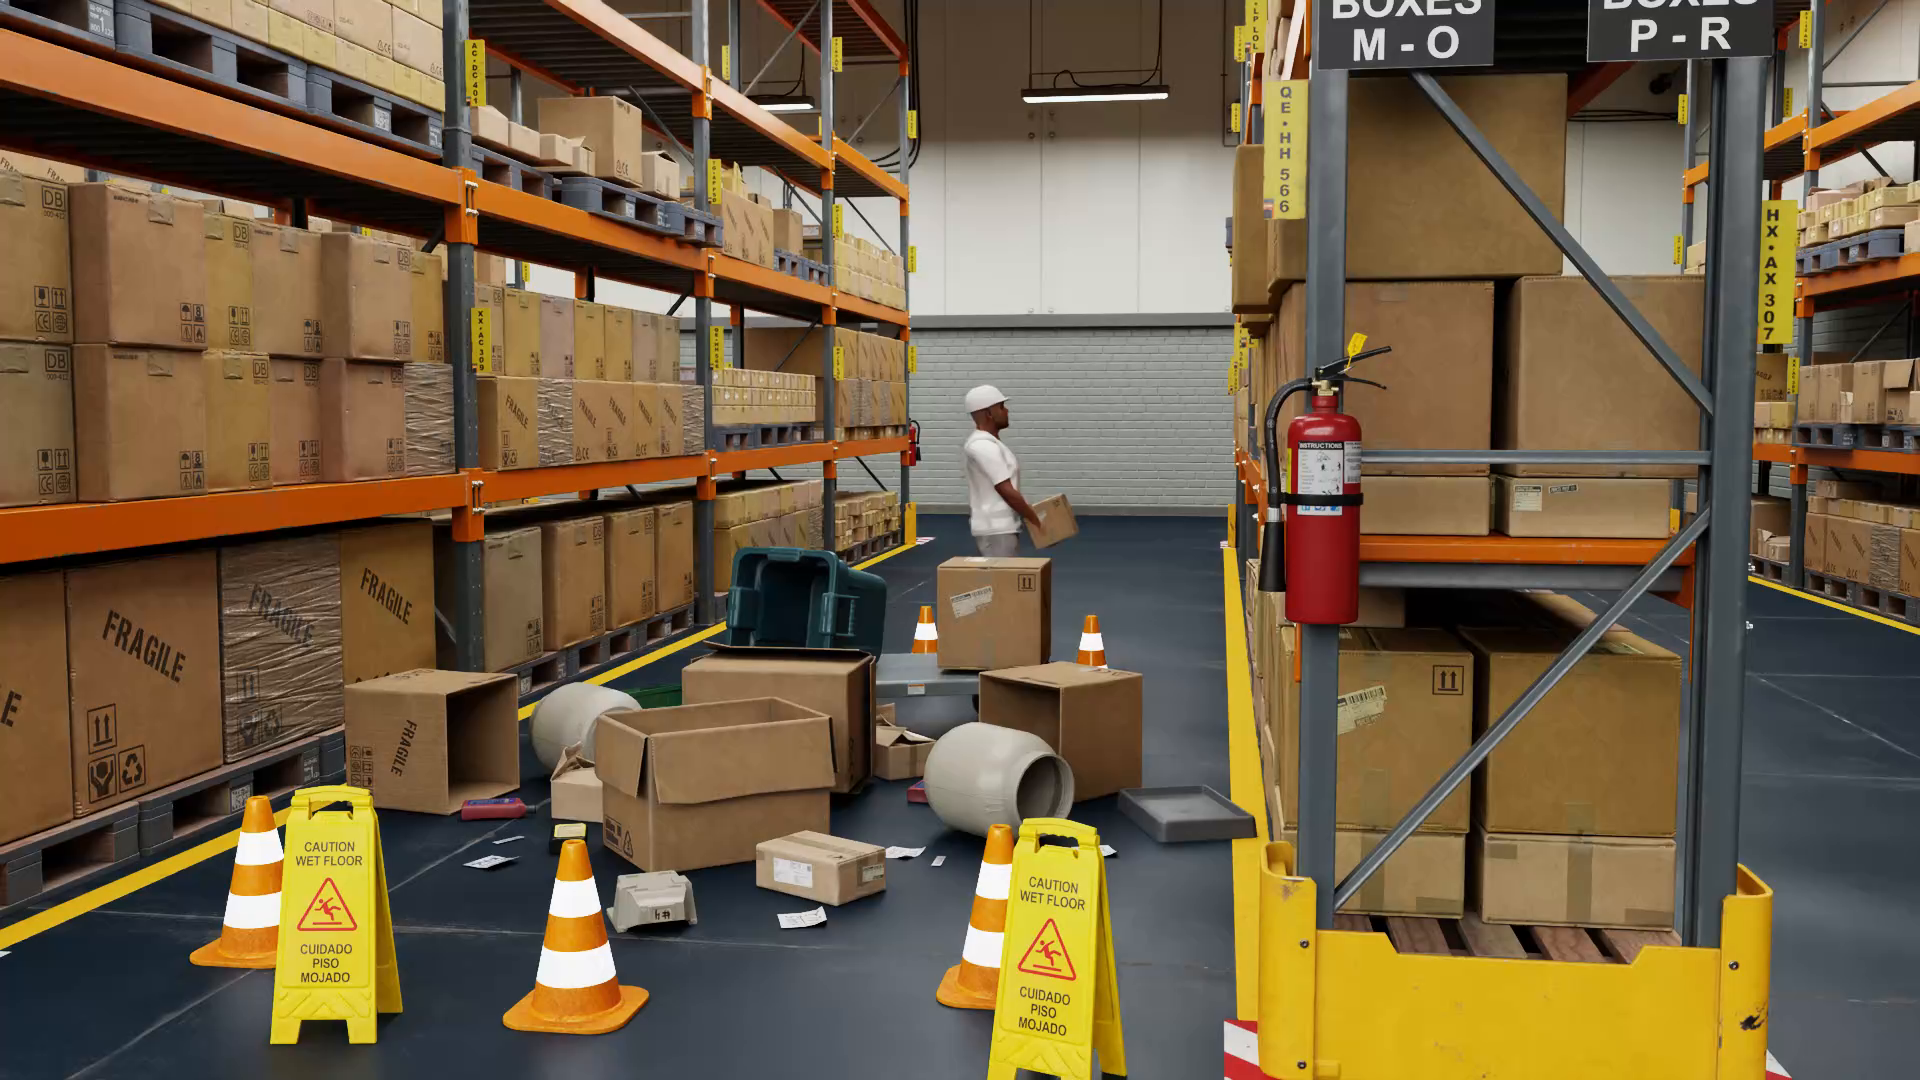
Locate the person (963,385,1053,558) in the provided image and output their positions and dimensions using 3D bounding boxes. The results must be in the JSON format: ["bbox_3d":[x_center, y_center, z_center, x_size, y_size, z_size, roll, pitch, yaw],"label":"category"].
[{"bbox_3d":[0.295,-0.035,9.915,0.559,1.772,0.543,0,4,-1],"label":"person"}]
